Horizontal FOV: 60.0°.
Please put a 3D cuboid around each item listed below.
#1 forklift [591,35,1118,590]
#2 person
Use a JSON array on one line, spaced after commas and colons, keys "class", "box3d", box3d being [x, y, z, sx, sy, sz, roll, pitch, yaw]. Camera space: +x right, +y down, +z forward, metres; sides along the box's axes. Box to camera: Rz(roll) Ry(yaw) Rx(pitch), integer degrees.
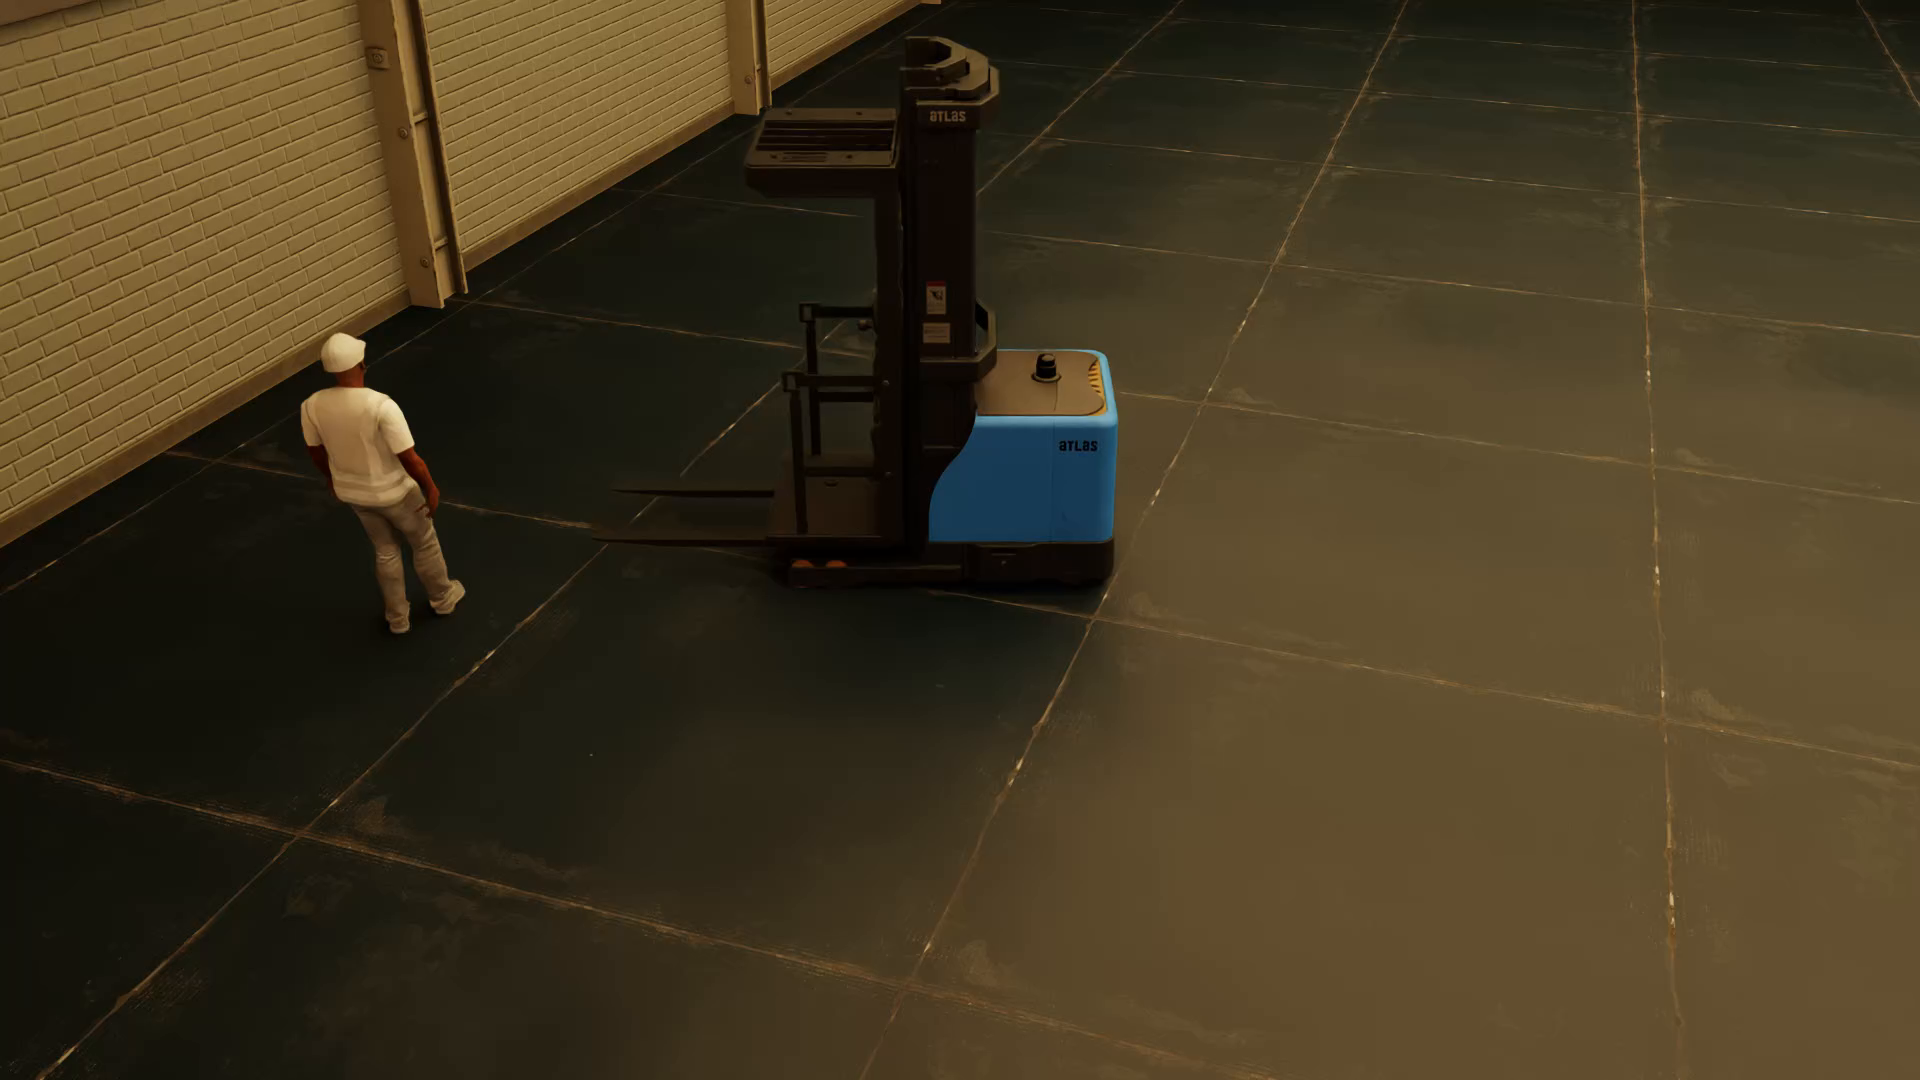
[{"class": "forklift", "box3d": [-0.627, -1.249, 9.328, 3.031, 2.935, 1.130, 0, 30, 0]}, {"class": "person", "box3d": [-3.062, -0.339, 8.925, 0.677, 1.756, 0.652, 7, 31, 13]}]
